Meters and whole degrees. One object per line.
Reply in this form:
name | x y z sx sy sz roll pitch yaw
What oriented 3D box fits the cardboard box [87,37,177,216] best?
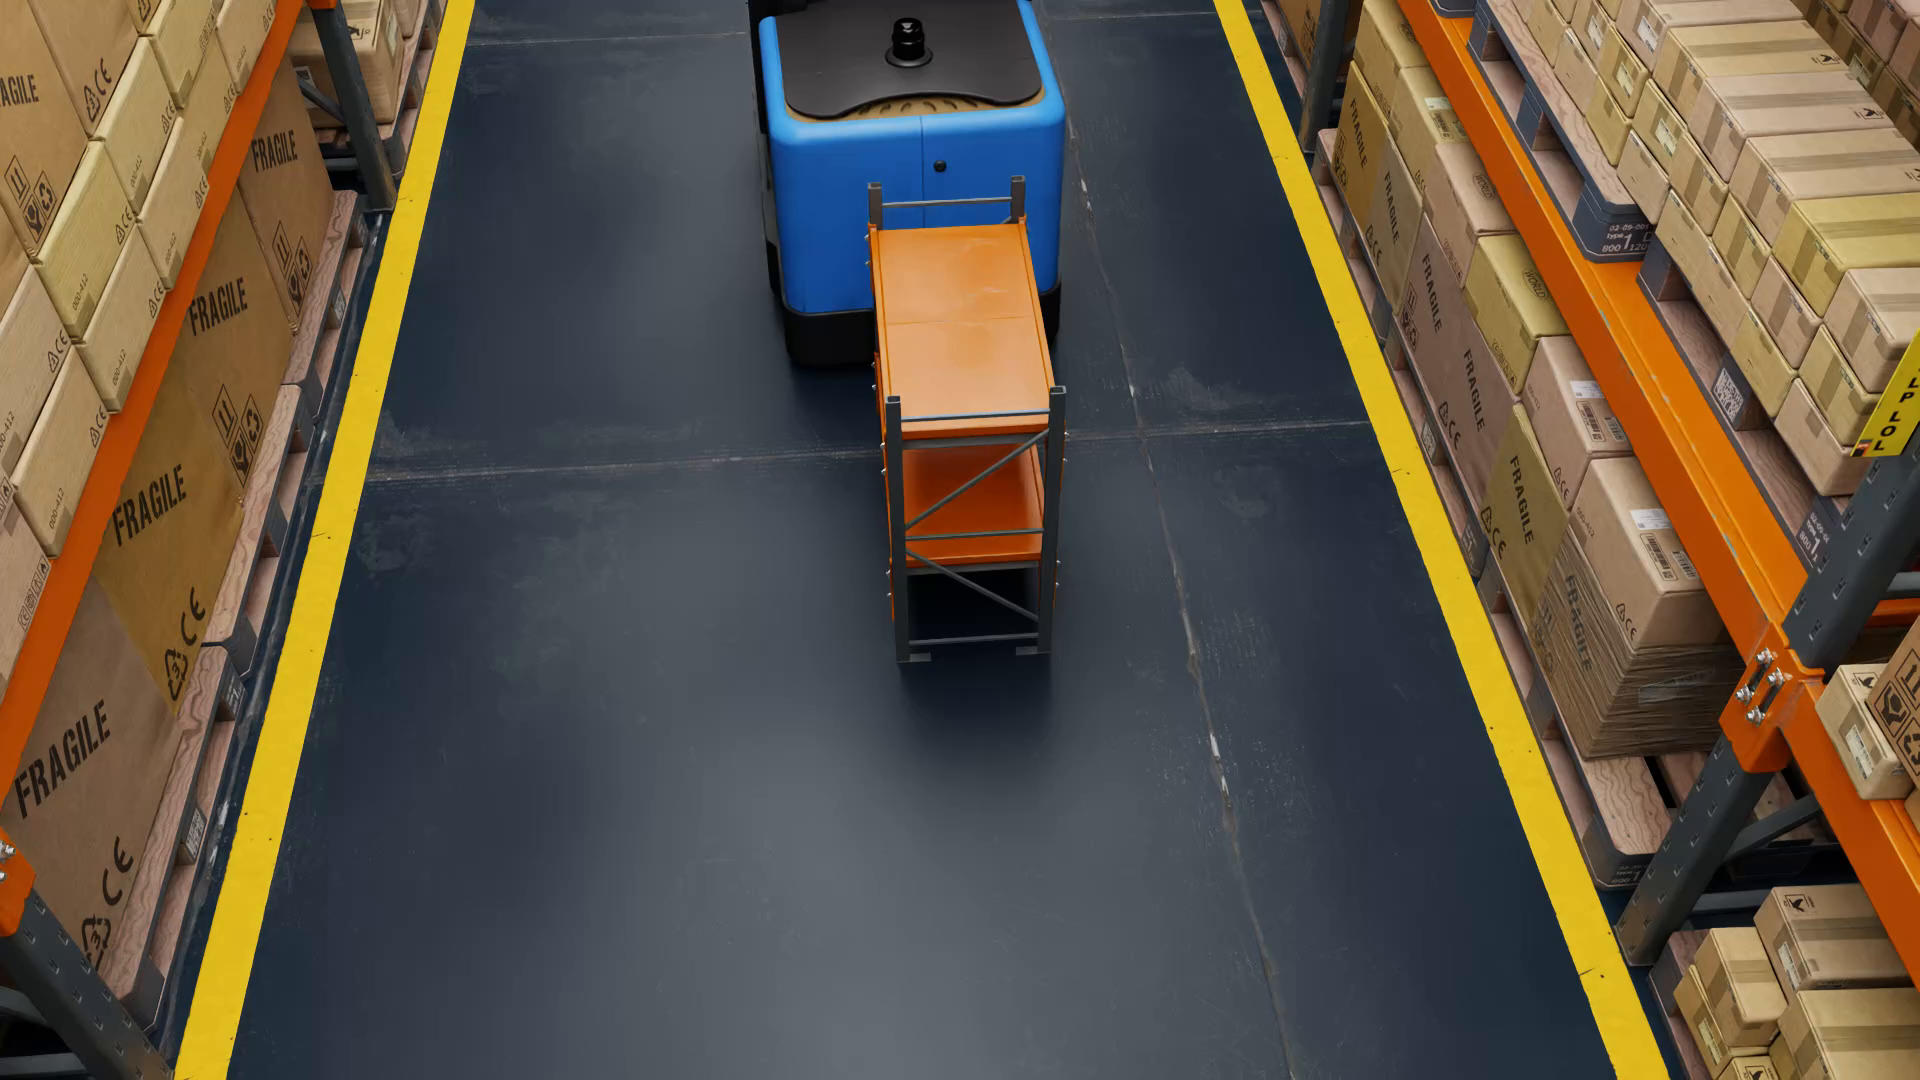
cardboard box | -2.462 -1.106 4.490 0.500 0.250 0.500 -5 47 -4

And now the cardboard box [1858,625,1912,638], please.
cardboard box | 2.552 -0.009 4.609 0.500 0.250 0.500 -5 47 -5

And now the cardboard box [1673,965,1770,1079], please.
cardboard box | 2.061 1.203 4.219 0.380 0.149 0.250 -5 47 -5

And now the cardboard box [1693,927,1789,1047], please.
cardboard box | 2.062 1.099 4.112 0.380 0.149 0.250 -2 47 -1

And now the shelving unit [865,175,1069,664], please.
shelving unit | 0.001 -0.382 5.337 0.538 1.125 1.048 -3 47 -3

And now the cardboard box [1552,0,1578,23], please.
cardboard box | 1.965 -1.677 4.951 0.380 0.149 0.250 -4 47 -4

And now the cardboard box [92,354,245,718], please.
cardboard box | -2.789 -0.053 4.908 0.875 0.875 0.875 -2 47 -2

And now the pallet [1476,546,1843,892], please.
pallet | 2.284 0.480 5.150 1.003 0.211 1.213 -3 47 -3

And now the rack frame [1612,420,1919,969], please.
rack frame | 2.350 0.084 3.604 1.000 3.000 0.127 -3 47 -3

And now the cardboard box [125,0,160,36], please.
cardboard box | -2.519 -1.726 4.561 0.500 0.500 0.500 -3 47 -3

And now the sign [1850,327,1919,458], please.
sign | 1.797 -0.278 3.150 0.100 0.325 0.005 -3 47 -3

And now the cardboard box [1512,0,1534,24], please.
cardboard box | 1.946 -1.755 5.230 0.380 0.149 0.250 -2 47 -2

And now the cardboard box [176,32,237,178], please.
cardboard box | -2.523 -1.300 5.019 0.500 0.250 0.500 -4 47 -4

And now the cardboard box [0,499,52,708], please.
cardboard box | -2.348 0.175 3.621 0.500 0.250 0.500 -4 47 -4

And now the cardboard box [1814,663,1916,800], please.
cardboard box | 2.048 0.395 3.483 0.380 0.149 0.250 -2 47 -2

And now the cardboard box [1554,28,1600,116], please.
cardboard box | 1.985 -1.385 4.879 0.380 0.149 0.250 -5 47 -5

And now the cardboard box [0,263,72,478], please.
cardboard box | -2.402 -0.373 3.797 0.500 0.250 0.500 -3 47 -3

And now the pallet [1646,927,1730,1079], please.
pallet | 2.442 1.527 4.159 1.003 0.211 1.213 -3 47 -3

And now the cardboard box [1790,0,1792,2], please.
cardboard box | 2.621 -1.707 4.980 0.380 0.149 0.250 -2 47 -2

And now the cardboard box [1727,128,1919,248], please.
cardboard box | 2.079 -0.839 3.952 0.380 0.149 0.250 -5 47 -5

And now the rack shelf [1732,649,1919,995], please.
rack shelf | 2.518 1.778 2.495 1.077 0.370 4.000 -3 47 -3

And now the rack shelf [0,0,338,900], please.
rack shelf | -2.741 -0.742 4.882 1.077 0.370 4.000 -3 47 -3

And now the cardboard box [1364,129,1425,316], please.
cardboard box | 1.866 -1.204 6.257 0.500 0.500 0.500 -3 47 -3

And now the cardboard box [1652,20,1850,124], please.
cardboard box | 2.040 -1.207 4.301 0.380 0.149 0.250 -5 47 -5

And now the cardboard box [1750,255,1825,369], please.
cardboard box | 2.097 -0.543 3.877 0.380 0.149 0.250 -3 47 -3

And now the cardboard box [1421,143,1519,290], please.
cardboard box | 1.903 -1.113 5.654 0.500 0.250 0.500 -3 47 -3

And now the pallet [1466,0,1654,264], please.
pallet | 2.222 -1.314 5.061 1.003 0.211 1.213 -3 47 -3

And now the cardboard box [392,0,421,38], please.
cardboard box | -3.016 -2.620 7.686 0.950 0.372 0.625 -4 47 -4

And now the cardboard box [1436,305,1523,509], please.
cardboard box | 1.956 -0.464 5.555 0.500 0.500 0.500 -4 47 -4

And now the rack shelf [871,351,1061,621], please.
rack shelf | 0.001 -0.214 5.514 0.538 0.278 1.000 -3 47 -3

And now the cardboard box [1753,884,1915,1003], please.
cardboard box | 2.173 0.977 4.023 0.380 0.149 0.250 -2 47 -2

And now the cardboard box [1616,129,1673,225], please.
cardboard box | 2.029 -1.000 4.515 0.380 0.149 0.250 -5 47 -5

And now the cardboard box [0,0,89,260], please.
cardboard box | -2.434 -0.985 3.860 0.500 0.500 0.500 -5 47 -4

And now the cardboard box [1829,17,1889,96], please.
cardboard box | 2.661 -1.338 4.630 0.380 0.149 0.250 -4 47 -4

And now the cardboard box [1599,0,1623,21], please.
cardboard box | 1.990 -1.595 4.669 0.380 0.149 0.250 -4 47 -4

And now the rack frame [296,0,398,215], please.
rack frame | -2.909 -2.436 5.991 1.000 3.000 0.127 -3 47 -3

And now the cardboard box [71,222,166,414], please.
cardboard box | -2.420 -0.571 4.328 0.500 0.250 0.500 -4 47 -4

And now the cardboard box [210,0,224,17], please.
cardboard box | -2.569 -1.851 5.196 0.500 0.250 0.500 -5 47 -4

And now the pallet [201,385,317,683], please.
pallet | -2.819 -0.022 5.625 1.003 0.211 1.213 -3 47 -3

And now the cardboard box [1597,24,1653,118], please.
cardboard box | 2.006 -1.306 4.600 0.380 0.149 0.250 -3 47 -3

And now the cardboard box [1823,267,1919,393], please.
cardboard box | 2.122 -0.457 3.591 0.380 0.149 0.250 -2 47 -1

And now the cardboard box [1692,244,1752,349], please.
cardboard box | 2.078 -0.618 4.153 0.380 0.149 0.250 -4 47 -3

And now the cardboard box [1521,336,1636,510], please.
cardboard box | 2.006 -0.355 4.936 0.500 0.250 0.500 -1 47 -1

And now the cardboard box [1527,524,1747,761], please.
cardboard box | 2.037 0.279 4.852 0.500 0.500 0.500 -4 47 -4

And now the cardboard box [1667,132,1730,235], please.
cardboard box | 2.052 -0.920 4.234 0.380 0.149 0.250 -5 47 -5

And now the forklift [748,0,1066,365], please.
forklift | -0.333 -2.749 6.335 1.130 2.935 3.031 -6 47 -5

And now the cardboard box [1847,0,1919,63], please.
cardboard box | 2.666 -1.427 4.509 0.380 0.149 0.250 -2 47 -2

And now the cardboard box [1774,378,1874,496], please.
cardboard box | 2.120 -0.249 3.804 0.380 0.149 0.250 -4 47 -4

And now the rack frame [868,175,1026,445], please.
rack frame | -0.042 -0.750 5.685 0.500 1.125 0.032 -3 47 -3

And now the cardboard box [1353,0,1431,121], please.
cardboard box | 1.832 -1.839 6.342 0.500 0.250 0.500 -5 47 -5

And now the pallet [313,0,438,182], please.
pallet | -2.973 -2.043 7.539 1.003 0.211 1.213 -3 47 -3

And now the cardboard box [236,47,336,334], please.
cardboard box | -2.934 -1.345 6.132 0.875 0.875 0.875 -4 47 -4

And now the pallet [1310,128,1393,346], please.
pallet | 2.079 -1.286 6.822 1.003 0.211 1.213 -3 47 -3

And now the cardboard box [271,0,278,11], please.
cardboard box | -2.608 -2.034 5.714 0.500 0.250 0.500 -5 47 -5
